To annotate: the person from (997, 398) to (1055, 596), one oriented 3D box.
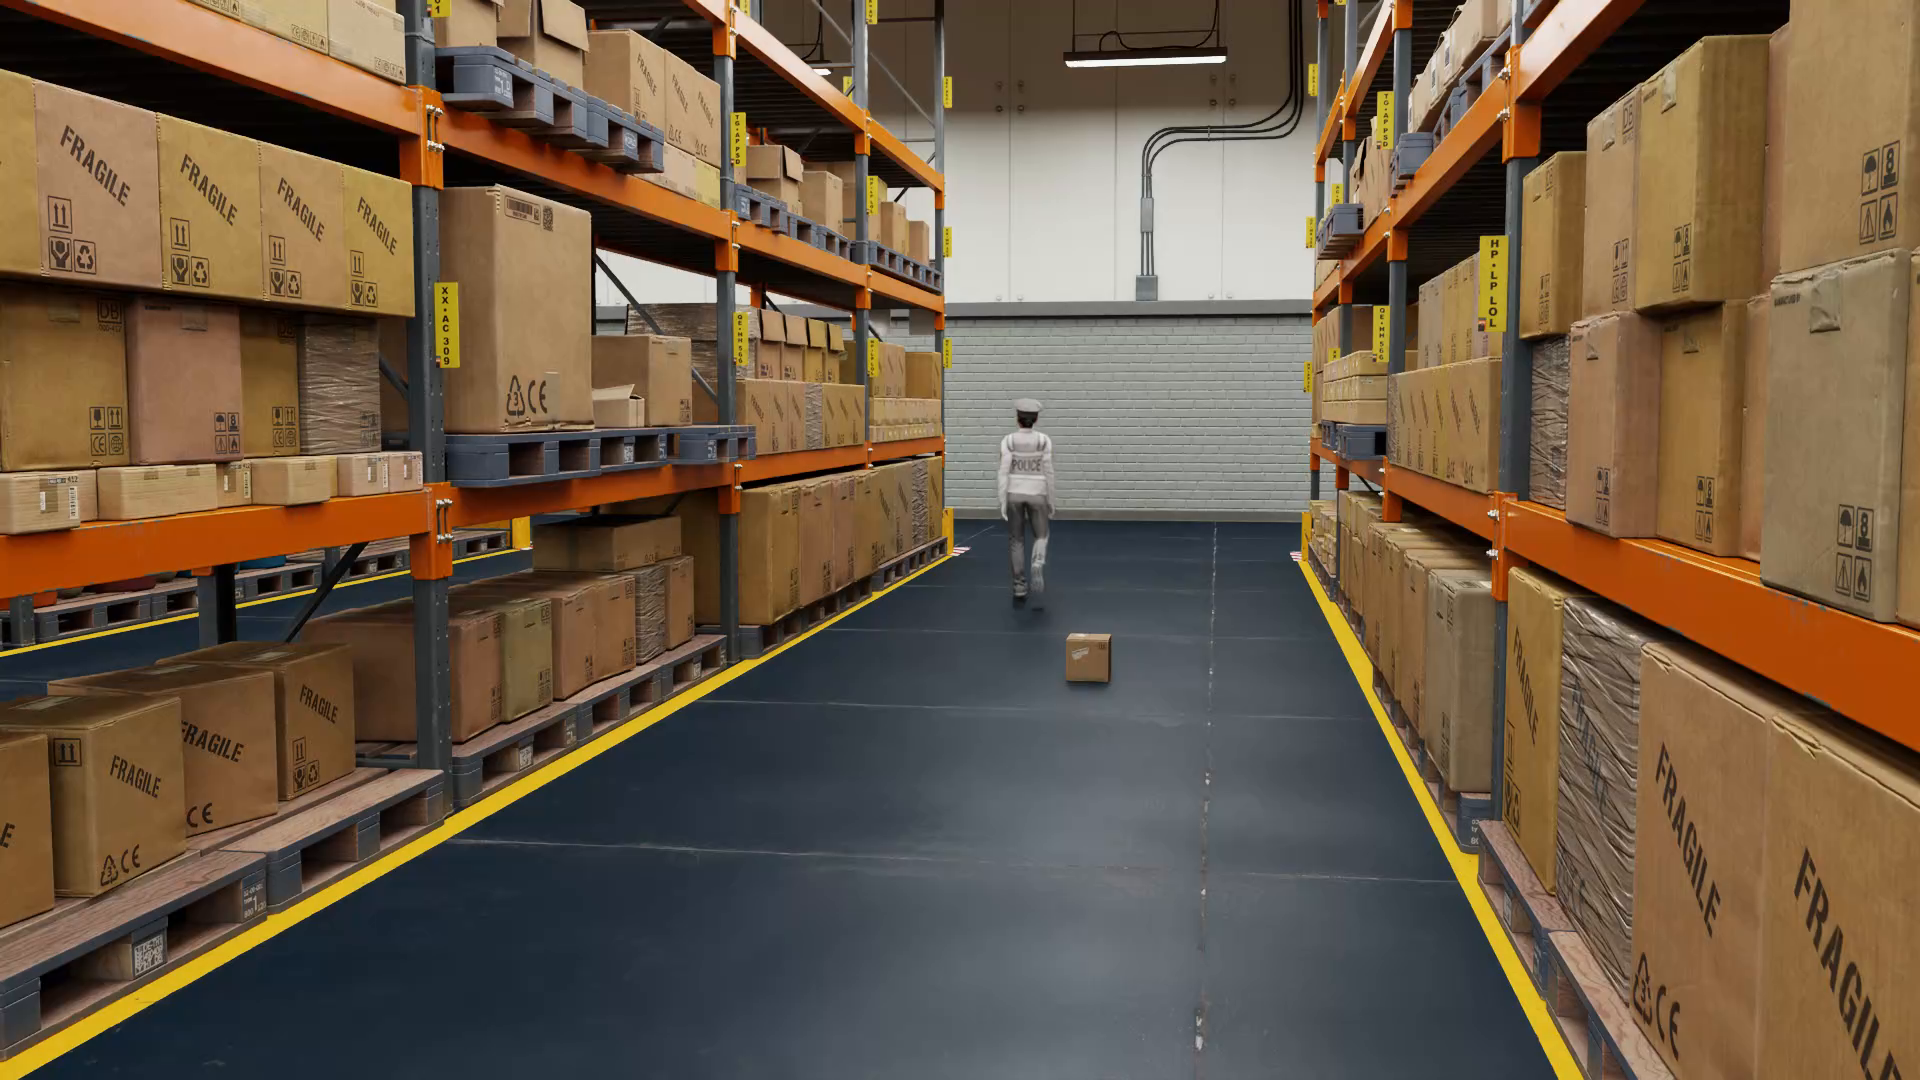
[{"bbox_3d":[0.550,-0.347,13.847,0.477,1.670,0.659,0,5,4],"label":"person"}]
